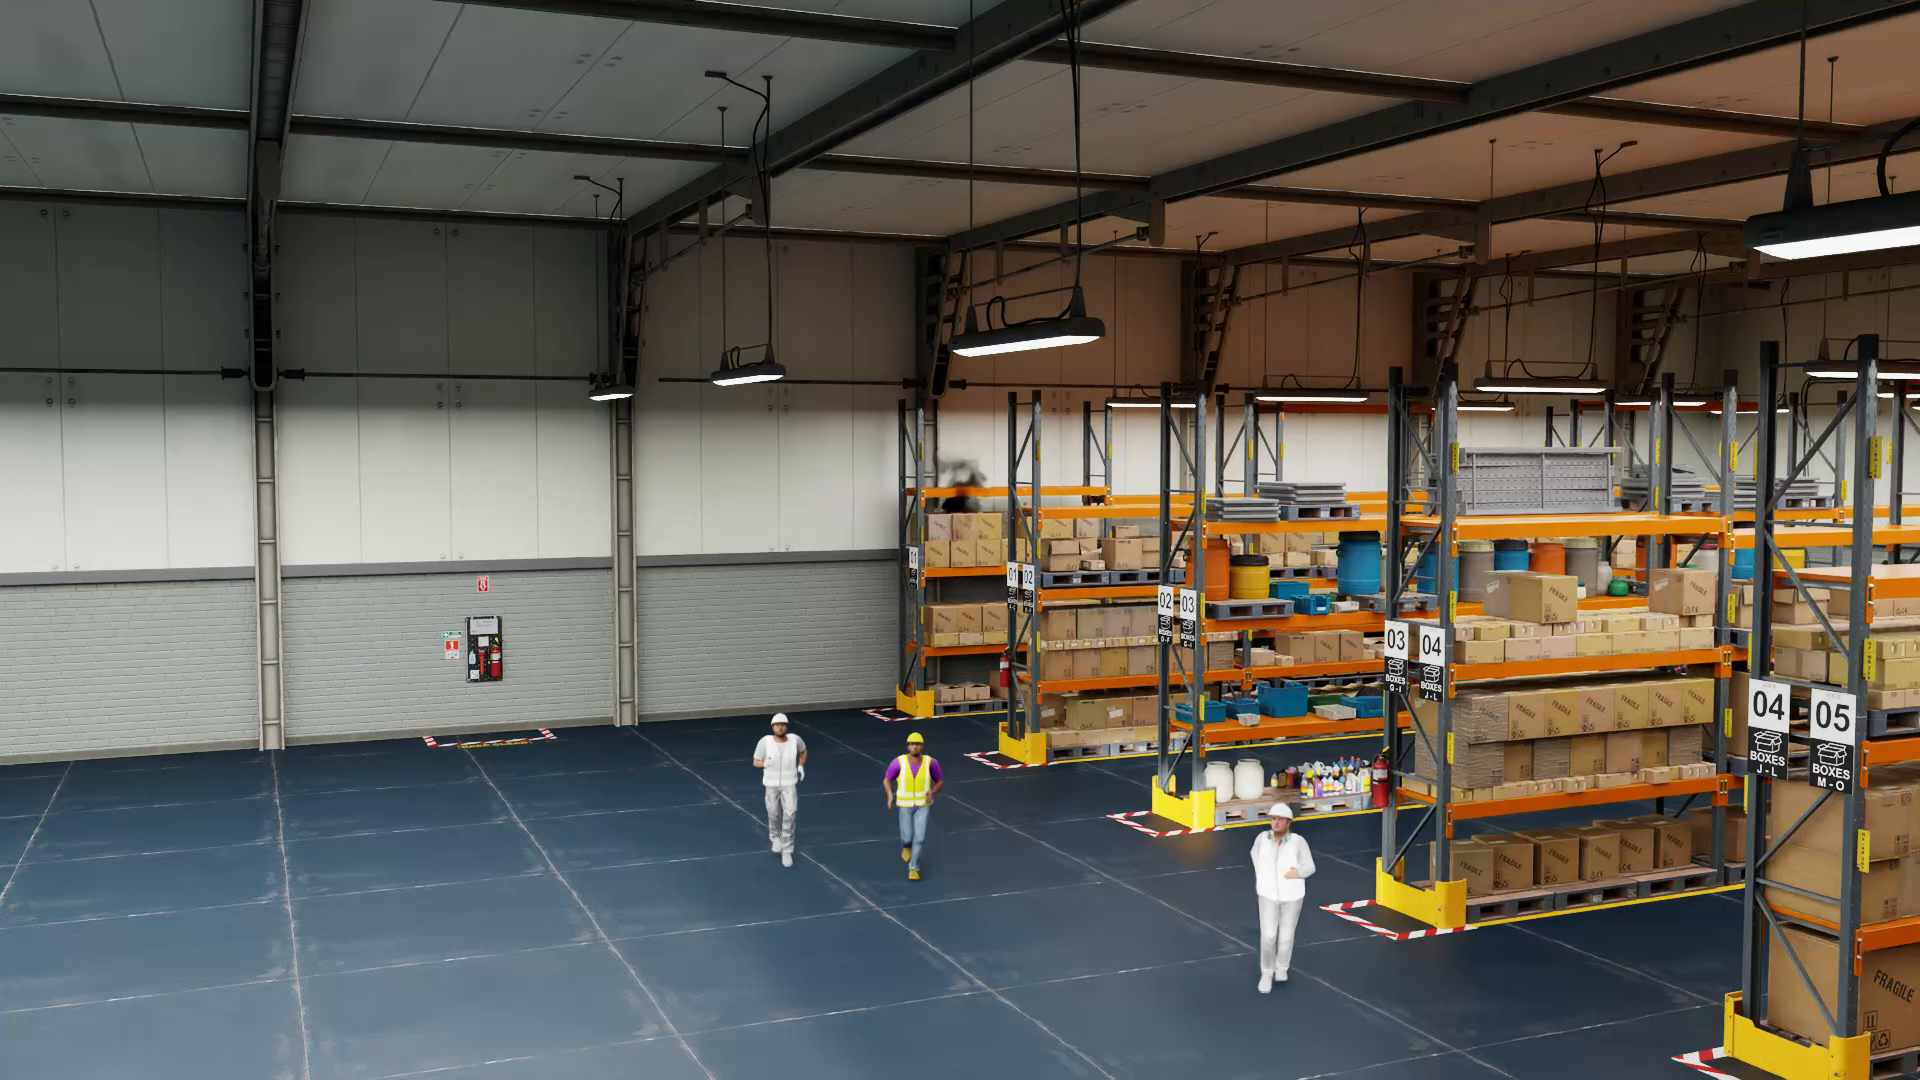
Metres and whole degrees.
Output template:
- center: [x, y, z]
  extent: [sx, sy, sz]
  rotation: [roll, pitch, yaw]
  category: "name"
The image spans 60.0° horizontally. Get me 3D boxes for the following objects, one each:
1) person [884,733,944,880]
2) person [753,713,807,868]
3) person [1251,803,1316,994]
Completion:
- center: [-0.542, 3.145, 19.782]
  extent: [0.718, 1.724, 0.618]
  rotation: [0, 3, -4]
  category: "person"
- center: [-2.219, 3.049, 20.533]
  extent: [0.664, 1.823, 0.824]
  rotation: [0, 3, -6]
  category: "person"
- center: [3.026, 3.379, 15.655]
  extent: [0.627, 1.816, 0.739]
  rotation: [1, 3, 16]
  category: "person"
